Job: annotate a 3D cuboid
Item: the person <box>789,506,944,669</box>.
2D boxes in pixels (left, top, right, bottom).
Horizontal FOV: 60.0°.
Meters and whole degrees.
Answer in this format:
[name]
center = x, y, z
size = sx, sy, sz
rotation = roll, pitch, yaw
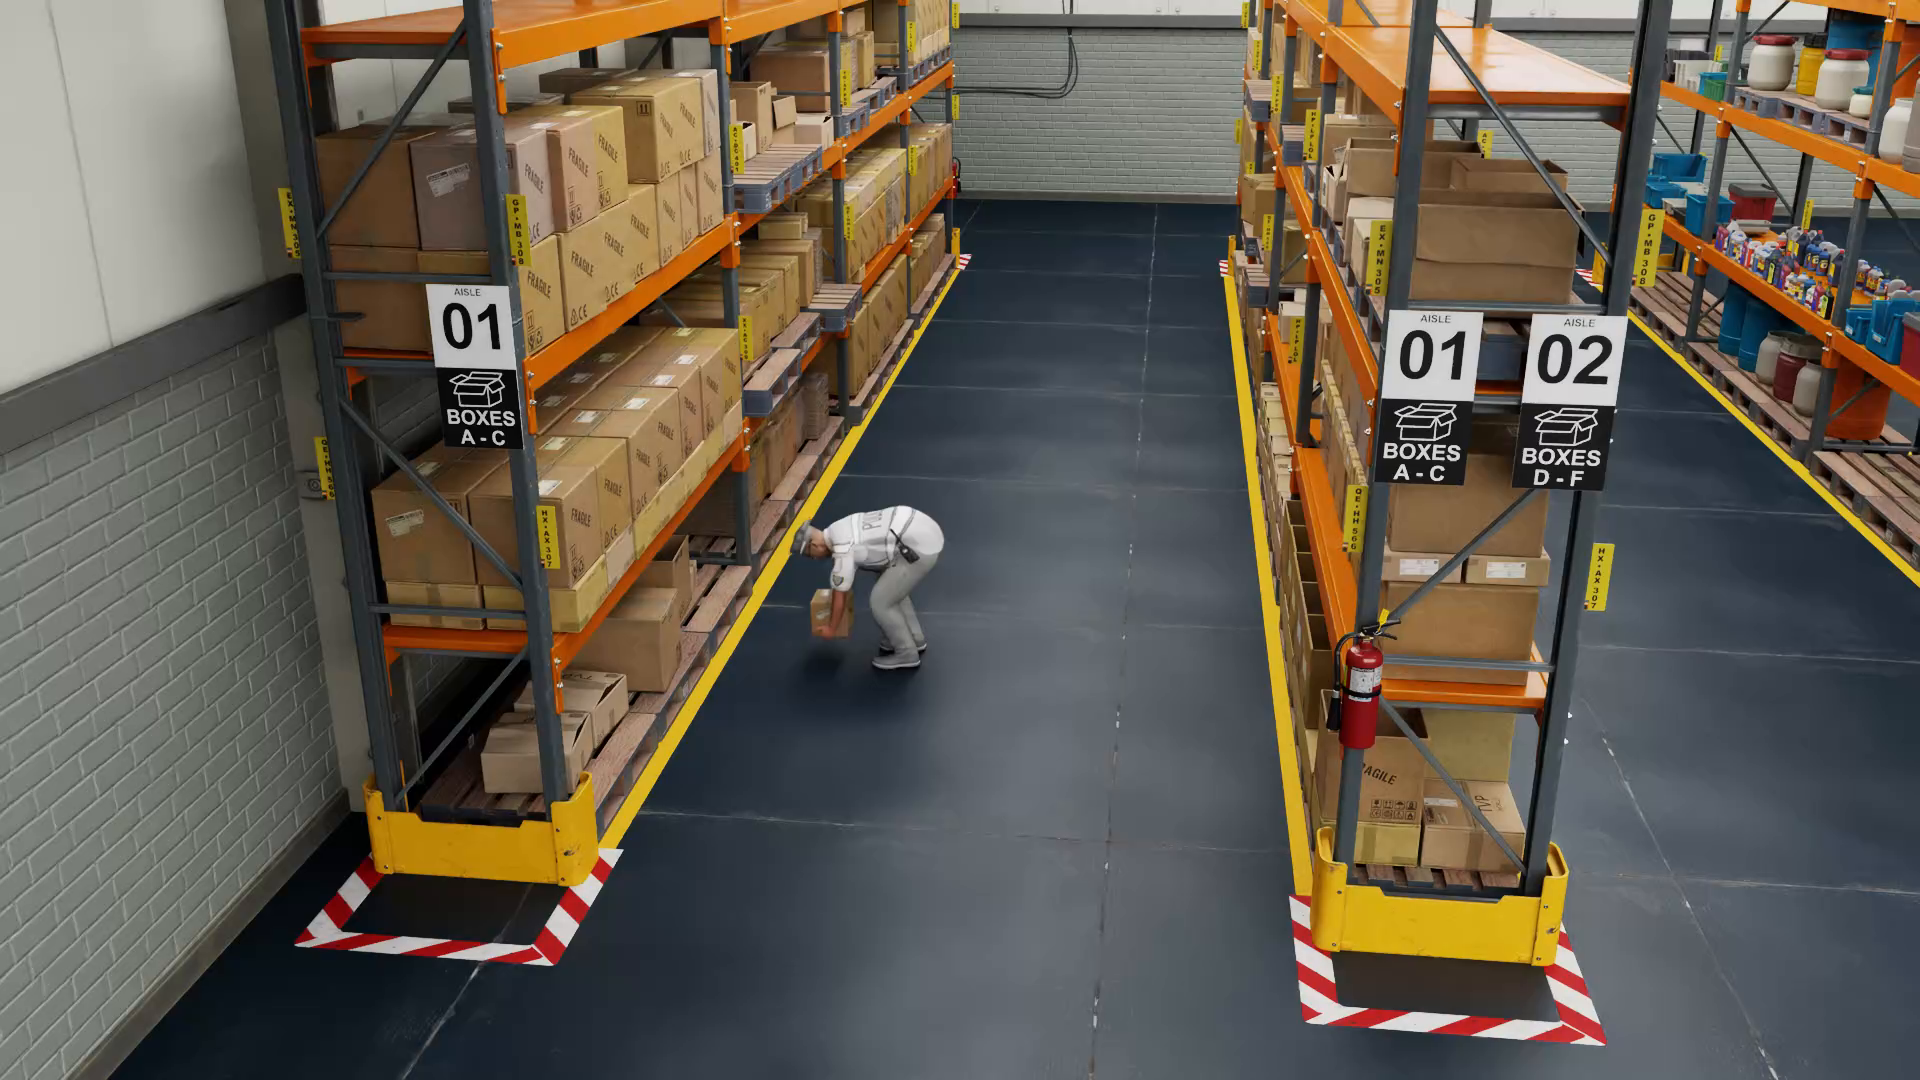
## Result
[person]
center = -0.628, 0.302, 11.243
size = 1.042, 1.069, 0.516
rotation = 2, 21, 4
